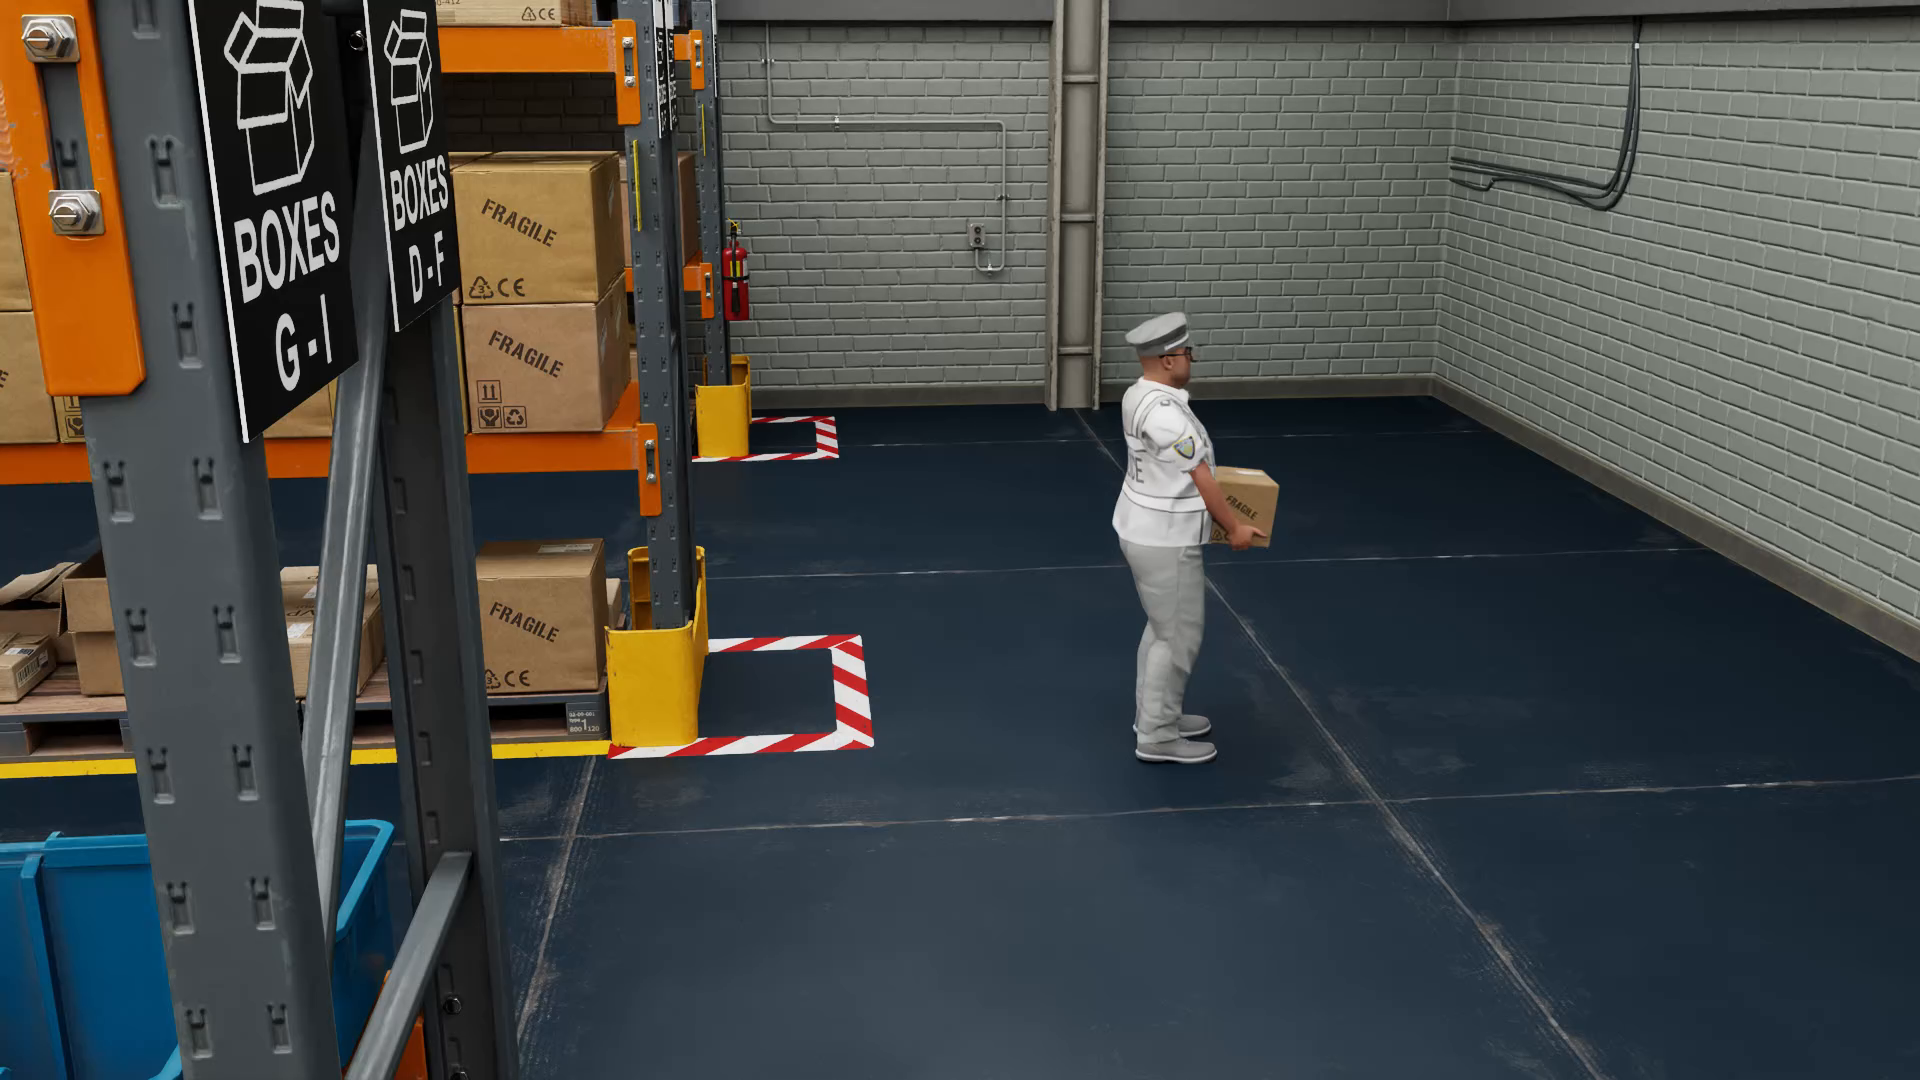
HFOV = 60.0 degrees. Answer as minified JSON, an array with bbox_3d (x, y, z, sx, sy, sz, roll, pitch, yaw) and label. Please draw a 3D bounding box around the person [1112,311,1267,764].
[{"bbox_3d":[0.892,-0.018,6.562,0.566,1.771,0.490,-2,17,-5],"label":"person"}]
